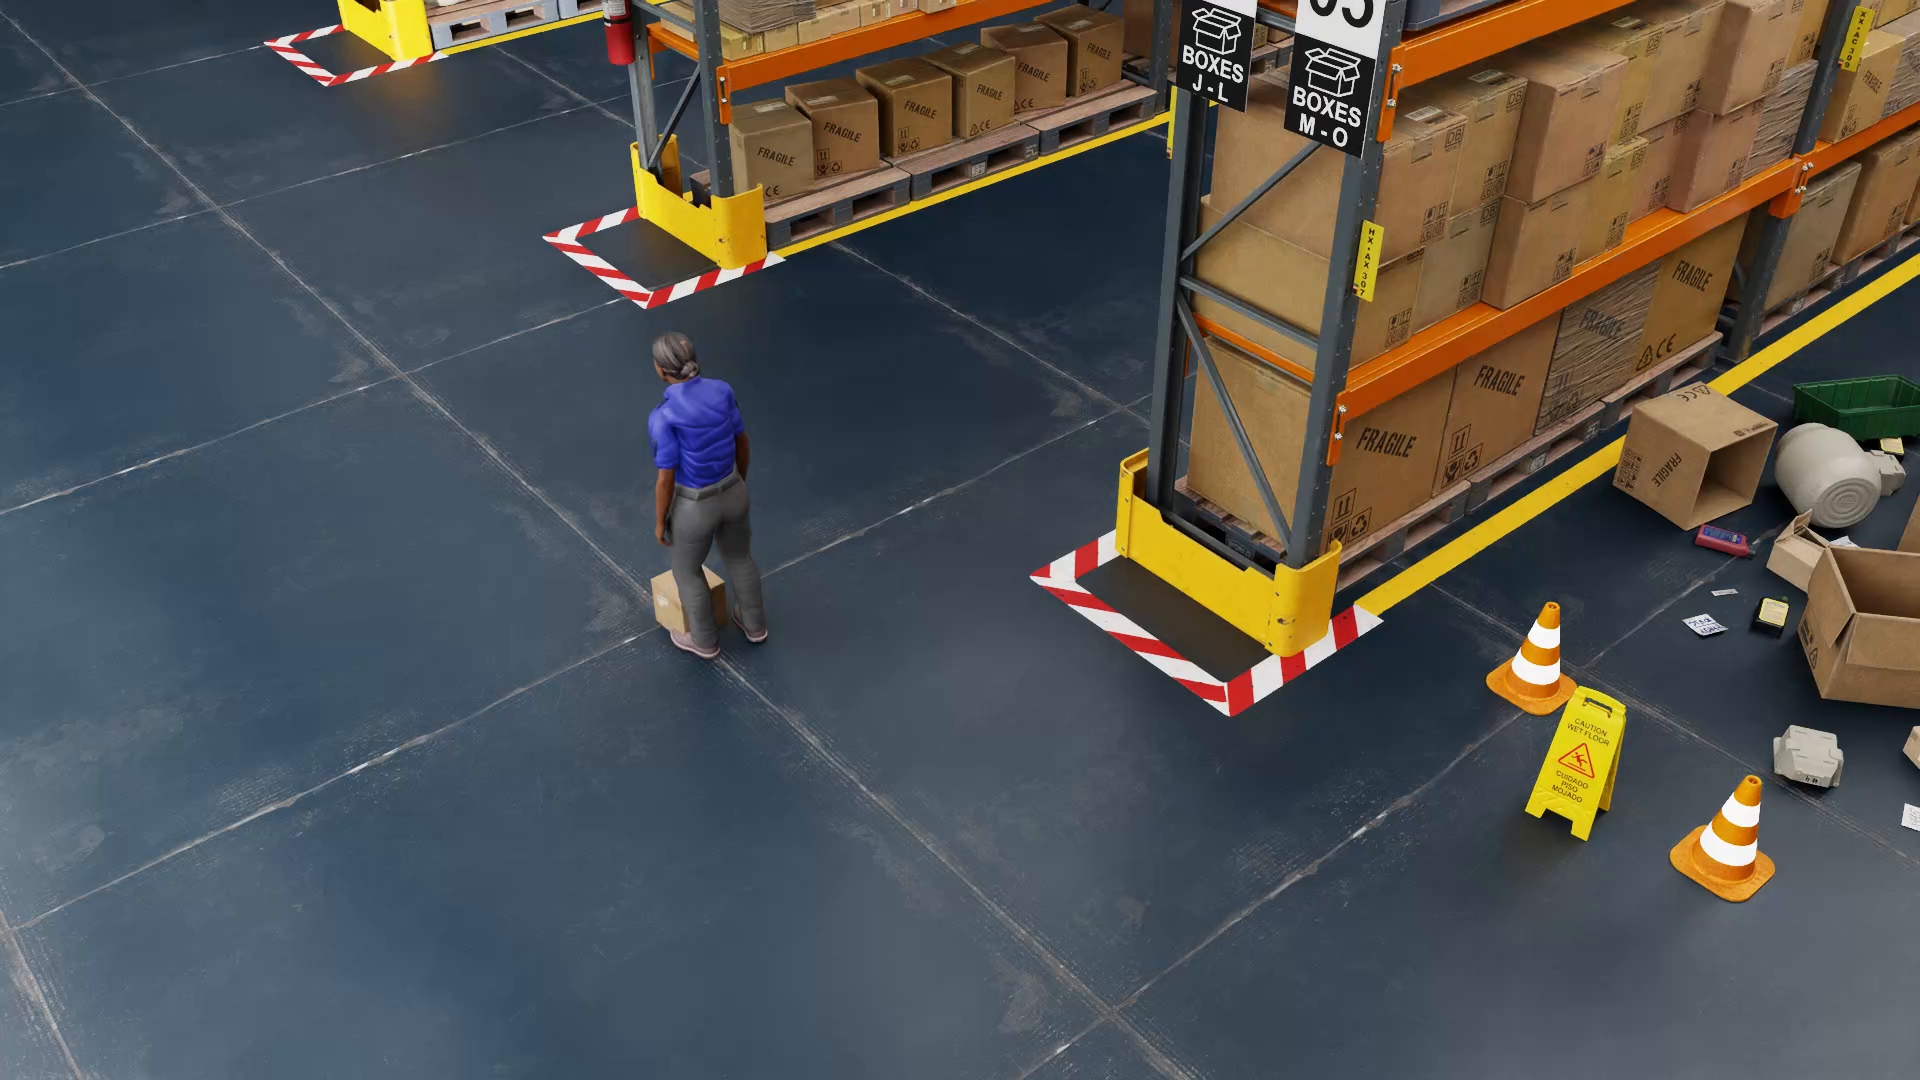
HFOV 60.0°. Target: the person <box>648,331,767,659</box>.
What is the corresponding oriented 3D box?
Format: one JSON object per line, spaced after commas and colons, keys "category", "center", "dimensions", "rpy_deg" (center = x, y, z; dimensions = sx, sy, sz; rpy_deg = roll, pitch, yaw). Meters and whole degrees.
{"category": "person", "center": [-1.138, -0.185, 7.334], "dimensions": [0.530, 1.654, 0.403], "rpy_deg": [-29, 45, -34]}
